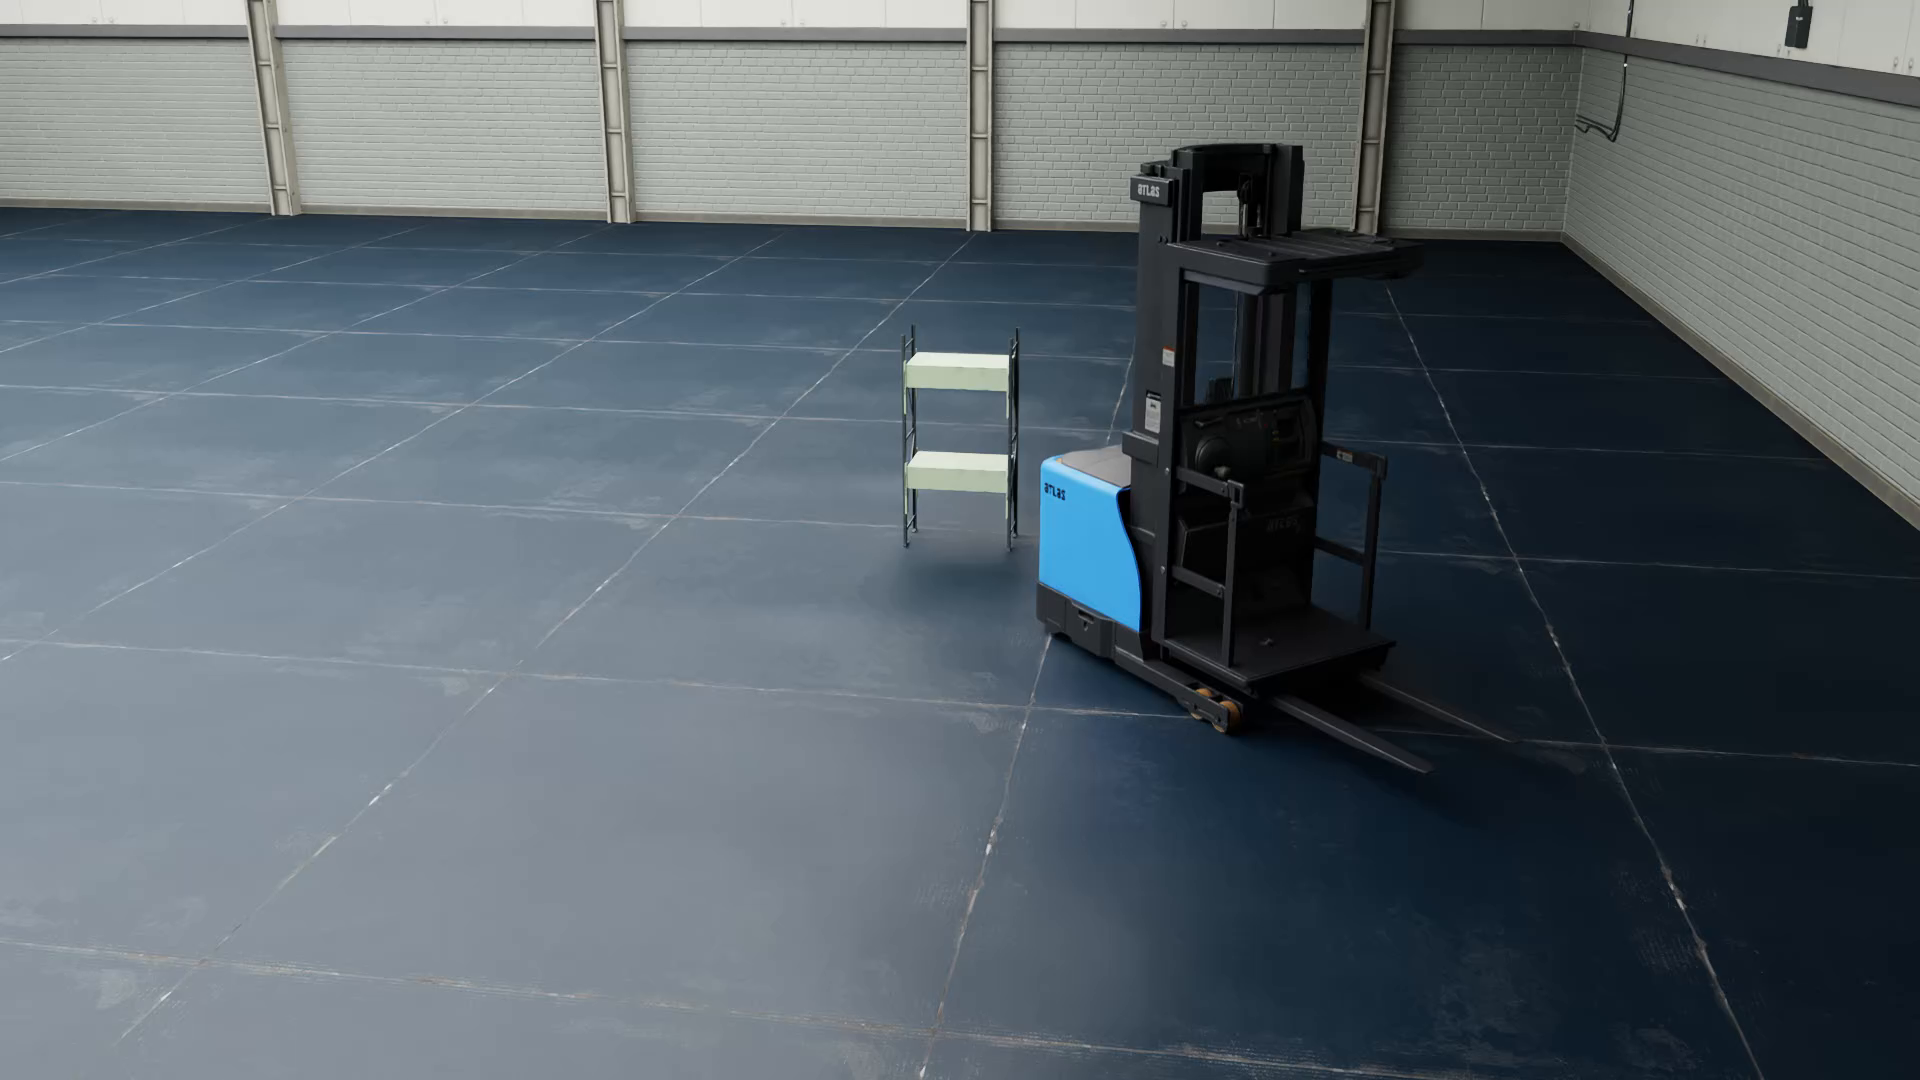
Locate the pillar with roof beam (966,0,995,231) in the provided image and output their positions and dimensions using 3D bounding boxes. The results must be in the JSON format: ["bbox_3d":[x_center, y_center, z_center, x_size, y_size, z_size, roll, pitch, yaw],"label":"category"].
[{"bbox_3d":[-0.361,-7.896,21.218,0.400,9.000,9.100,3,19,9],"label":"pillar with roof beam"}]

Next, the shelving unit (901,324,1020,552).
[{"bbox_3d":[0.007,-0.711,11.564,0.755,1.500,0.431,3,19,9],"label":"shelving unit"}]

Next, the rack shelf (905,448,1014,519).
[{"bbox_3d":[0.007,-0.402,11.668,0.720,0.370,0.431,3,19,9],"label":"rack shelf"}]

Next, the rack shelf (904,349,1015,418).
[{"bbox_3d":[0.007,-1.081,11.440,0.720,0.370,0.431,3,19,9],"label":"rack shelf"}]

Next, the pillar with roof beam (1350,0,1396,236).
[{"bbox_3d":[5.563,-7.594,20.316,0.400,9.000,9.100,3,19,9],"label":"pillar with roof beam"}]

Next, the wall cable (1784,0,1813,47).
[{"bbox_3d":[7.423,-7.019,13.239,0.169,6.003,2.305,3,19,9],"label":"wall cable"}]

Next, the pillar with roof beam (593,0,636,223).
[{"bbox_3d":[-6.285,-8.198,22.121,0.400,9.000,9.100,3,19,9],"label":"pillar with roof beam"}]

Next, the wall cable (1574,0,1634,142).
[{"bbox_3d":[8.945,-6.907,23.158,0.112,2.526,3.097,3,19,9],"label":"wall cable"}]

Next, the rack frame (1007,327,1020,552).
[{"bbox_3d":[0.368,-0.692,11.509,0.023,1.500,0.400,3,19,9],"label":"rack frame"}]

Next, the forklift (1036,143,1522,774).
[{"bbox_3d":[1.674,-0.544,8.811,1.130,2.935,3.031,-11,22,-30],"label":"forklift"}]

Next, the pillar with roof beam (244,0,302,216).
[{"bbox_3d":[-12.209,-8.499,23.023,0.400,9.000,9.100,3,19,9],"label":"pillar with roof beam"}]

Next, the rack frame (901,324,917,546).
[{"bbox_3d":[-0.355,-0.729,11.619,0.023,1.500,0.400,3,19,9],"label":"rack frame"}]
